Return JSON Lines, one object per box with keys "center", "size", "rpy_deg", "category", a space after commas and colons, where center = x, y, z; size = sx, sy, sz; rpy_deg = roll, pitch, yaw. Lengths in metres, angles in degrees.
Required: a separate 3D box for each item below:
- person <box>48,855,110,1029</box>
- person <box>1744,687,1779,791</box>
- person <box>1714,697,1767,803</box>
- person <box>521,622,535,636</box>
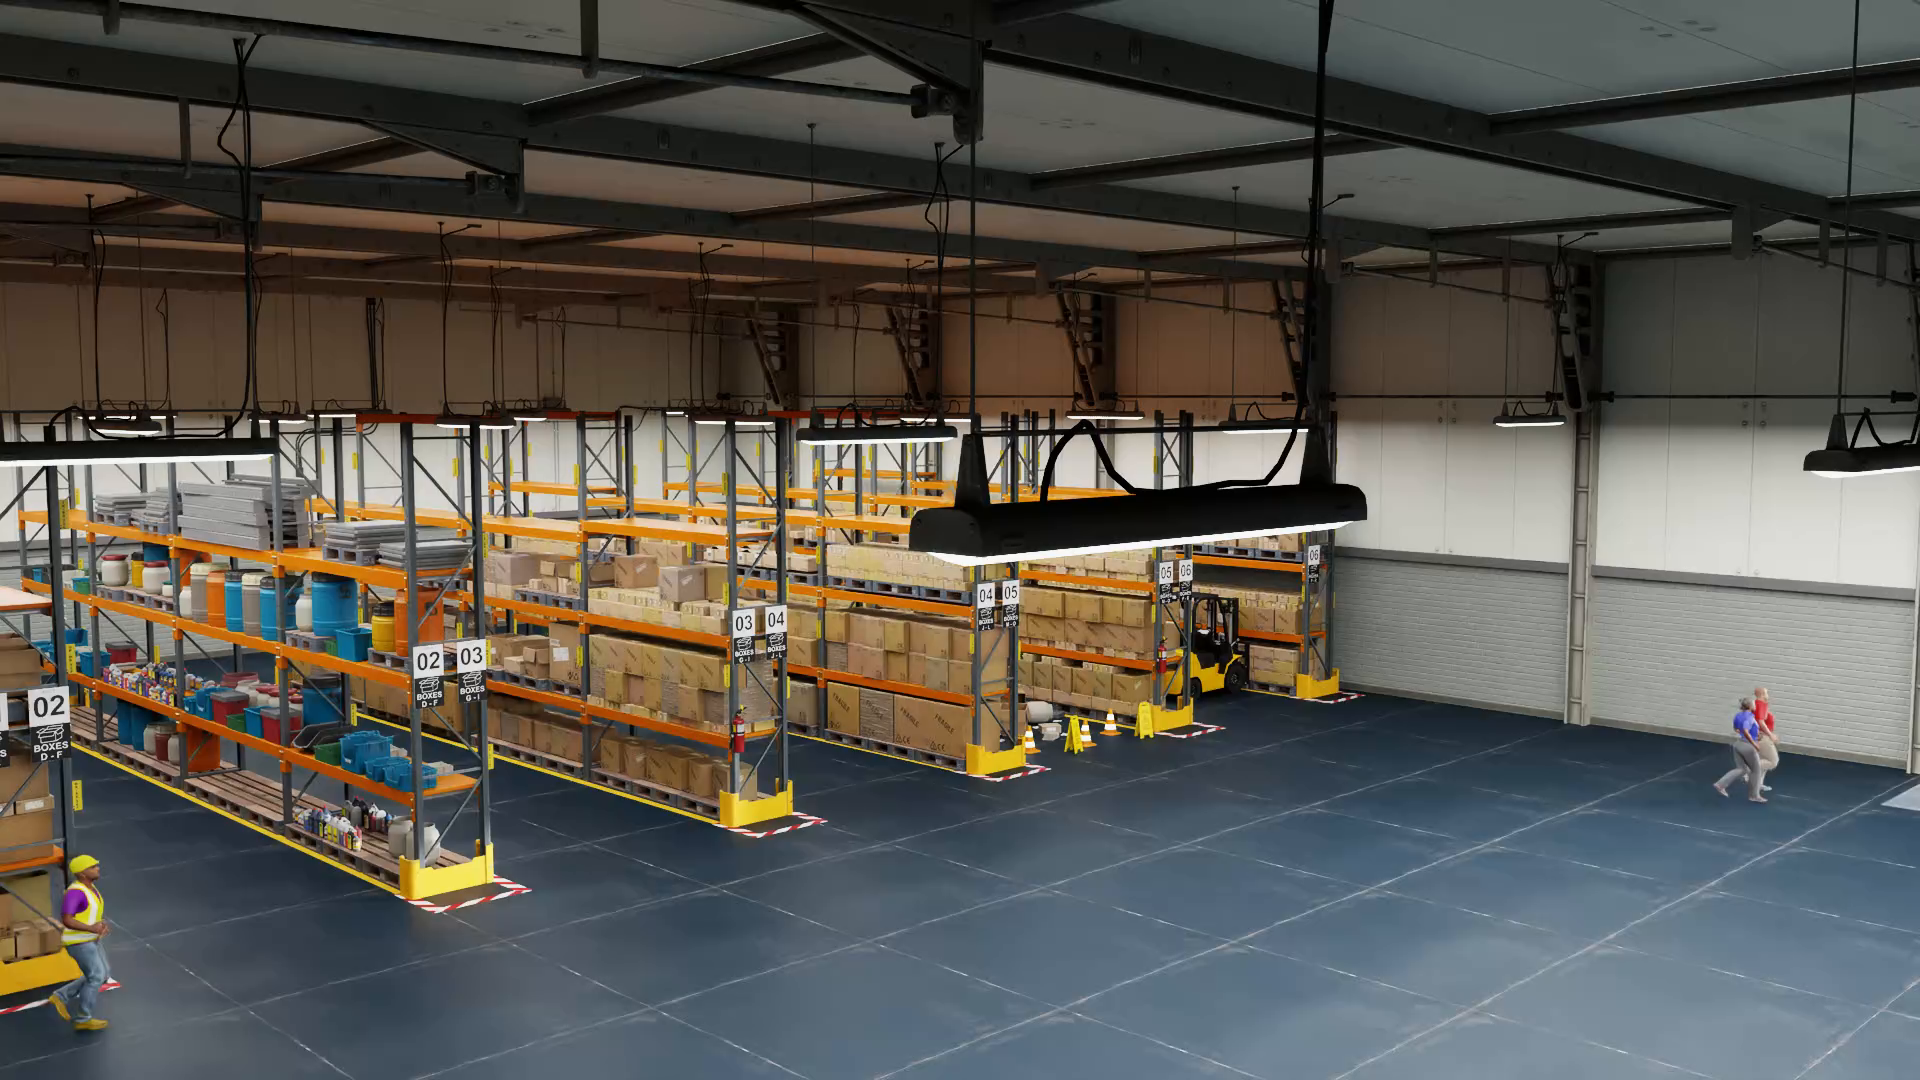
{"center": [-8.851, 4.030, 16.750], "size": [0.632, 1.713, 0.754], "rpy_deg": [-1, 5, -13], "category": "person"}
{"center": [12.818, 3.188, 26.642], "size": [0.542, 1.684, 0.670], "rpy_deg": [0, 5, -1], "category": "person"}
{"center": [12.192, 3.262, 25.849], "size": [0.788, 1.647, 0.597], "rpy_deg": [0, 5, -3], "category": "person"}
{"center": [-10.529, 1.933, 40.870], "size": [0.543, 1.721, 0.714], "rpy_deg": [0, 5, 3], "category": "person"}
